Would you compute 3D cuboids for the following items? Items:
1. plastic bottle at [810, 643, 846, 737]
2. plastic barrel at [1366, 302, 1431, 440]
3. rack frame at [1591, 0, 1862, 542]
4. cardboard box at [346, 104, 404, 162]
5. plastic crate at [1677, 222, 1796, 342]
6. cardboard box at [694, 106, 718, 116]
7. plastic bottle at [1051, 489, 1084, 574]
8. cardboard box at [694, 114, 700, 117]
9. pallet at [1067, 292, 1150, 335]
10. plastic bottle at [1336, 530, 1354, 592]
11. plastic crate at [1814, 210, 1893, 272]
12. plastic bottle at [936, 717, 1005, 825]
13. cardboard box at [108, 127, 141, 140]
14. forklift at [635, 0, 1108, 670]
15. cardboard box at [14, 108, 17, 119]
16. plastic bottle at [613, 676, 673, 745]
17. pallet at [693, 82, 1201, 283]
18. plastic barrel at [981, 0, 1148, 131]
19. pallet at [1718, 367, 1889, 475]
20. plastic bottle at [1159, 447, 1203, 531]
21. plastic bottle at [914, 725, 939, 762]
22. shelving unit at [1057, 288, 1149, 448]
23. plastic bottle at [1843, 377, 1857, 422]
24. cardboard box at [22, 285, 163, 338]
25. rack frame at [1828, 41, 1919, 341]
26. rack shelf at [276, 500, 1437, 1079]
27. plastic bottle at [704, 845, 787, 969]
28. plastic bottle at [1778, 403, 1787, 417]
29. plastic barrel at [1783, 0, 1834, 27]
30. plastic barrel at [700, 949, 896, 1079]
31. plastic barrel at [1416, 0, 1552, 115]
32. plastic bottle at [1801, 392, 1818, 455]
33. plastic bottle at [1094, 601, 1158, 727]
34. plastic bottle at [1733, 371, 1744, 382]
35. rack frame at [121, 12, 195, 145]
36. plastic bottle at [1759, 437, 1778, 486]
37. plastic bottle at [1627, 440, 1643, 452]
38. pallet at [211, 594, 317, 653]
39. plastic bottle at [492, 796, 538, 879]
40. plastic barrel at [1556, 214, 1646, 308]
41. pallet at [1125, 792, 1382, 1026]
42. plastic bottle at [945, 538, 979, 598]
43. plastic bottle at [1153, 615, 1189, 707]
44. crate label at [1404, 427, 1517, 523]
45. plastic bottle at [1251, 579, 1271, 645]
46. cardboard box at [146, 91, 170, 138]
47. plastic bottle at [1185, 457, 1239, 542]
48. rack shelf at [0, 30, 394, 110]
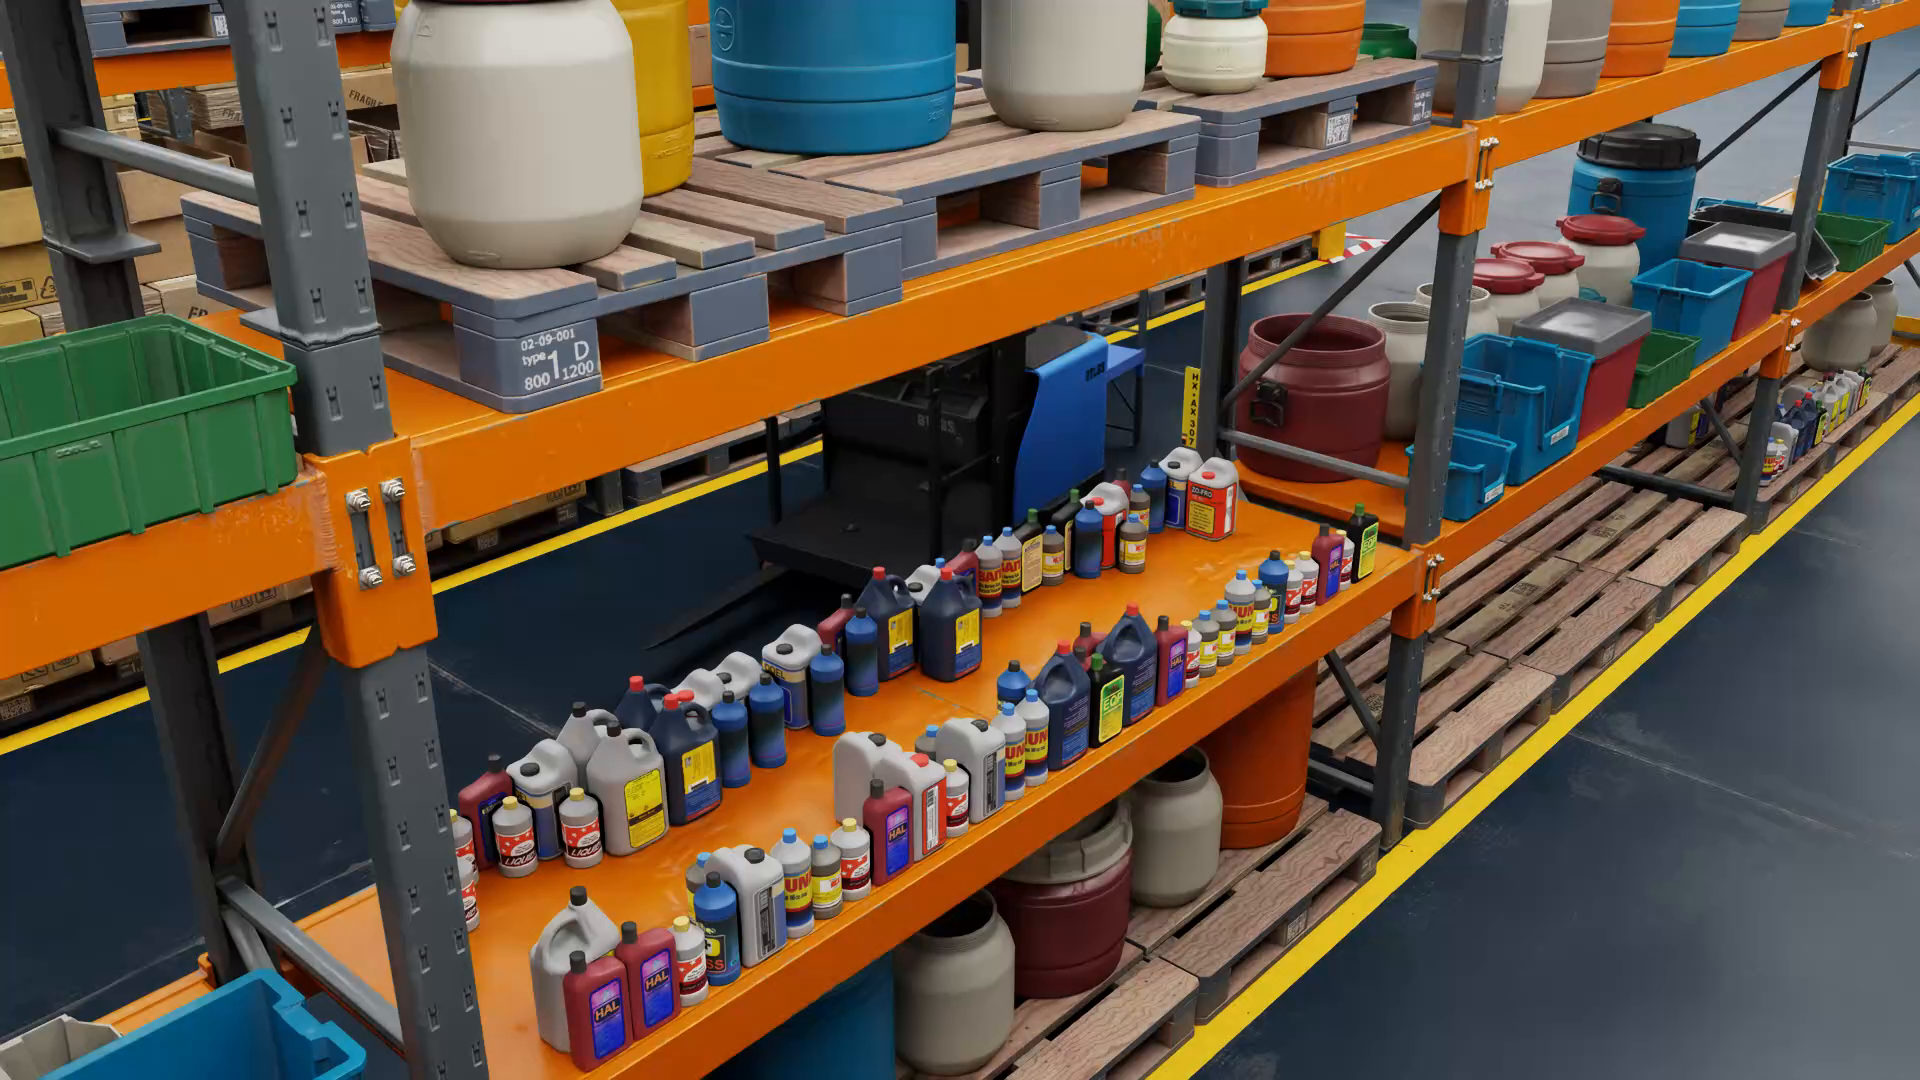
[{"bbox_3d":[-0.381,0.425,4.792,0.097,0.271,0.097,0,24,0],"label":"plastic bottle"},{"bbox_3d":[1.863,-0.718,7.049,0.421,0.512,0.421,0,24,0],"label":"plastic barrel"},{"bbox_3d":[4.005,-1.514,8.961,1.000,3.000,0.127,20,31,38],"label":"rack frame"},{"bbox_3d":[-2.853,-1.933,8.546,0.797,0.503,0.637,21,32,39],"label":"cardboard box"},{"bbox_3d":[3.910,-1.312,8.432,0.402,0.464,0.583,20,31,38],"label":"plastic crate"},{"bbox_3d":[-2.837,-3.646,15.800,0.875,0.875,0.875,21,31,38],"label":"cardboard box"},{"bbox_3d":[0.374,-0.029,5.792,0.061,0.283,0.133,20,31,38],"label":"plastic bottle"},{"bbox_3d":[-1.724,-2.258,9.984,0.500,0.500,0.700,-19,30,-36],"label":"cardboard box"},{"bbox_3d":[0.739,-1.809,13.026,1.003,0.211,1.213,20,31,38],"label":"pallet"},{"bbox_3d":[1.293,0.065,5.681,0.097,0.201,0.097,0,24,0],"label":"plastic bottle"},{"bbox_3d":[5.122,-1.754,9.755,0.450,0.188,0.662,20,31,38],"label":"plastic crate"},{"bbox_3d":[0.031,0.590,4.419,0.152,0.276,0.135,20,31,38],"label":"plastic bottle"},{"bbox_3d":[-5.966,-2.834,11.699,0.380,0.149,0.250,21,31,38],"label":"cardboard box"},{"bbox_3d":[-0.390,-1.090,8.099,1.130,2.935,3.031,15,28,30],"label":"forklift"},{"bbox_3d":[-6.309,-2.951,11.233,0.380,0.149,0.250,21,32,39],"label":"cardboard box"},{"bbox_3d":[-0.841,0.520,4.484,0.144,0.351,0.185,20,31,38],"label":"plastic bottle"},{"bbox_3d":[-0.129,-0.971,4.314,1.003,0.211,1.213,20,31,38],"label":"pallet"},{"bbox_3d":[0.265,-1.337,4.219,0.433,0.535,0.433,0,24,0],"label":"plastic barrel"},{"bbox_3d":[5.299,-0.809,10.795,1.003,0.211,1.213,20,31,38],"label":"pallet"},{"bbox_3d":[0.806,-0.195,6.171,0.152,0.276,0.135,20,31,38],"label":"plastic bottle"},{"bbox_3d":[-0.074,0.596,4.498,0.097,0.201,0.097,0,24,0],"label":"plastic bottle"},{"bbox_3d":[0.658,-1.154,9.990,0.538,1.500,1.048,15,28,30],"label":"shelving unit"},{"bbox_3d":[5.494,-0.900,10.382,0.152,0.276,0.135,19,30,36],"label":"plastic bottle"},{"bbox_3d":[-3.860,-0.853,7.363,0.500,0.500,0.500,19,31,36],"label":"cardboard box"},{"bbox_3d":[6.675,-2.733,11.679,1.000,3.000,0.127,20,31,38],"label":"rack frame"},{"bbox_3d":[0.001,0.642,5.031,1.077,0.370,4.000,20,31,38],"label":"rack shelf"},{"bbox_3d":[-0.497,0.831,3.881,0.152,0.276,0.135,20,31,38],"label":"plastic bottle"},{"bbox_3d":[4.860,-0.680,9.897,0.097,0.271,0.097,0,24,0],"label":"plastic bottle"},{"bbox_3d":[3.828,-2.897,7.767,0.600,0.901,0.708,20,31,38],"label":"plastic barrel"},{"bbox_3d":[-0.486,1.312,4.709,0.600,0.901,0.708,20,31,38],"label":"plastic barrel"},{"bbox_3d":[1.771,-1.726,5.631,0.421,0.512,0.421,0,24,0],"label":"plastic barrel"},{"bbox_3d":[4.979,-0.696,9.837,0.144,0.351,0.185,19,30,35],"label":"plastic bottle"},{"bbox_3d":[0.483,0.352,4.859,0.144,0.351,0.185,20,31,38],"label":"plastic bottle"},{"bbox_3d":[5.164,-1.158,11.049,0.097,0.201,0.097,0,24,0],"label":"plastic bottle"},{"bbox_3d":[-5.979,-3.033,12.348,1.000,3.000,0.127,20,31,38],"label":"rack frame"},{"bbox_3d":[4.544,-0.447,9.379,0.097,0.271,0.097,0,24,0],"label":"plastic bottle"},{"bbox_3d":[4.015,-0.634,9.880,0.097,0.201,0.097,0,24,0],"label":"plastic bottle"},{"bbox_3d":[-3.749,0.214,8.515,1.003,0.211,1.213,20,31,38],"label":"pallet"},{"bbox_3d":[-1.120,0.739,4.179,0.097,0.201,0.097,0,24,0],"label":"plastic bottle"},{"bbox_3d":[3.203,-1.345,8.416,0.433,0.535,0.433,0,24,0],"label":"plastic barrel"},{"bbox_3d":[0.841,1.228,6.252,1.003,0.211,1.213,20,31,38],"label":"pallet"},{"bbox_3d":[0.001,0.141,5.412,0.061,0.283,0.133,20,31,38],"label":"plastic bottle"},{"bbox_3d":[0.621,0.346,4.955,0.061,0.283,0.133,20,31,38],"label":"plastic bottle"},{"bbox_3d":[1.896,-0.245,6.335,0.303,0.233,0.416,20,31,38],"label":"crate label"},{"bbox_3d":[0.944,0.224,5.326,0.097,0.201,0.097,0,24,0],"label":"plastic bottle"},{"bbox_3d":[-5.878,-3.289,12.798,0.500,0.500,0.500,20,31,38],"label":"cardboard box"},{"bbox_3d":[0.919,-0.154,6.078,0.152,0.276,0.135,20,31,38],"label":"plastic bottle"},{"bbox_3d":[-3.688,-2.079,7.434,1.077,0.370,4.000,20,31,38],"label":"rack shelf"}]
